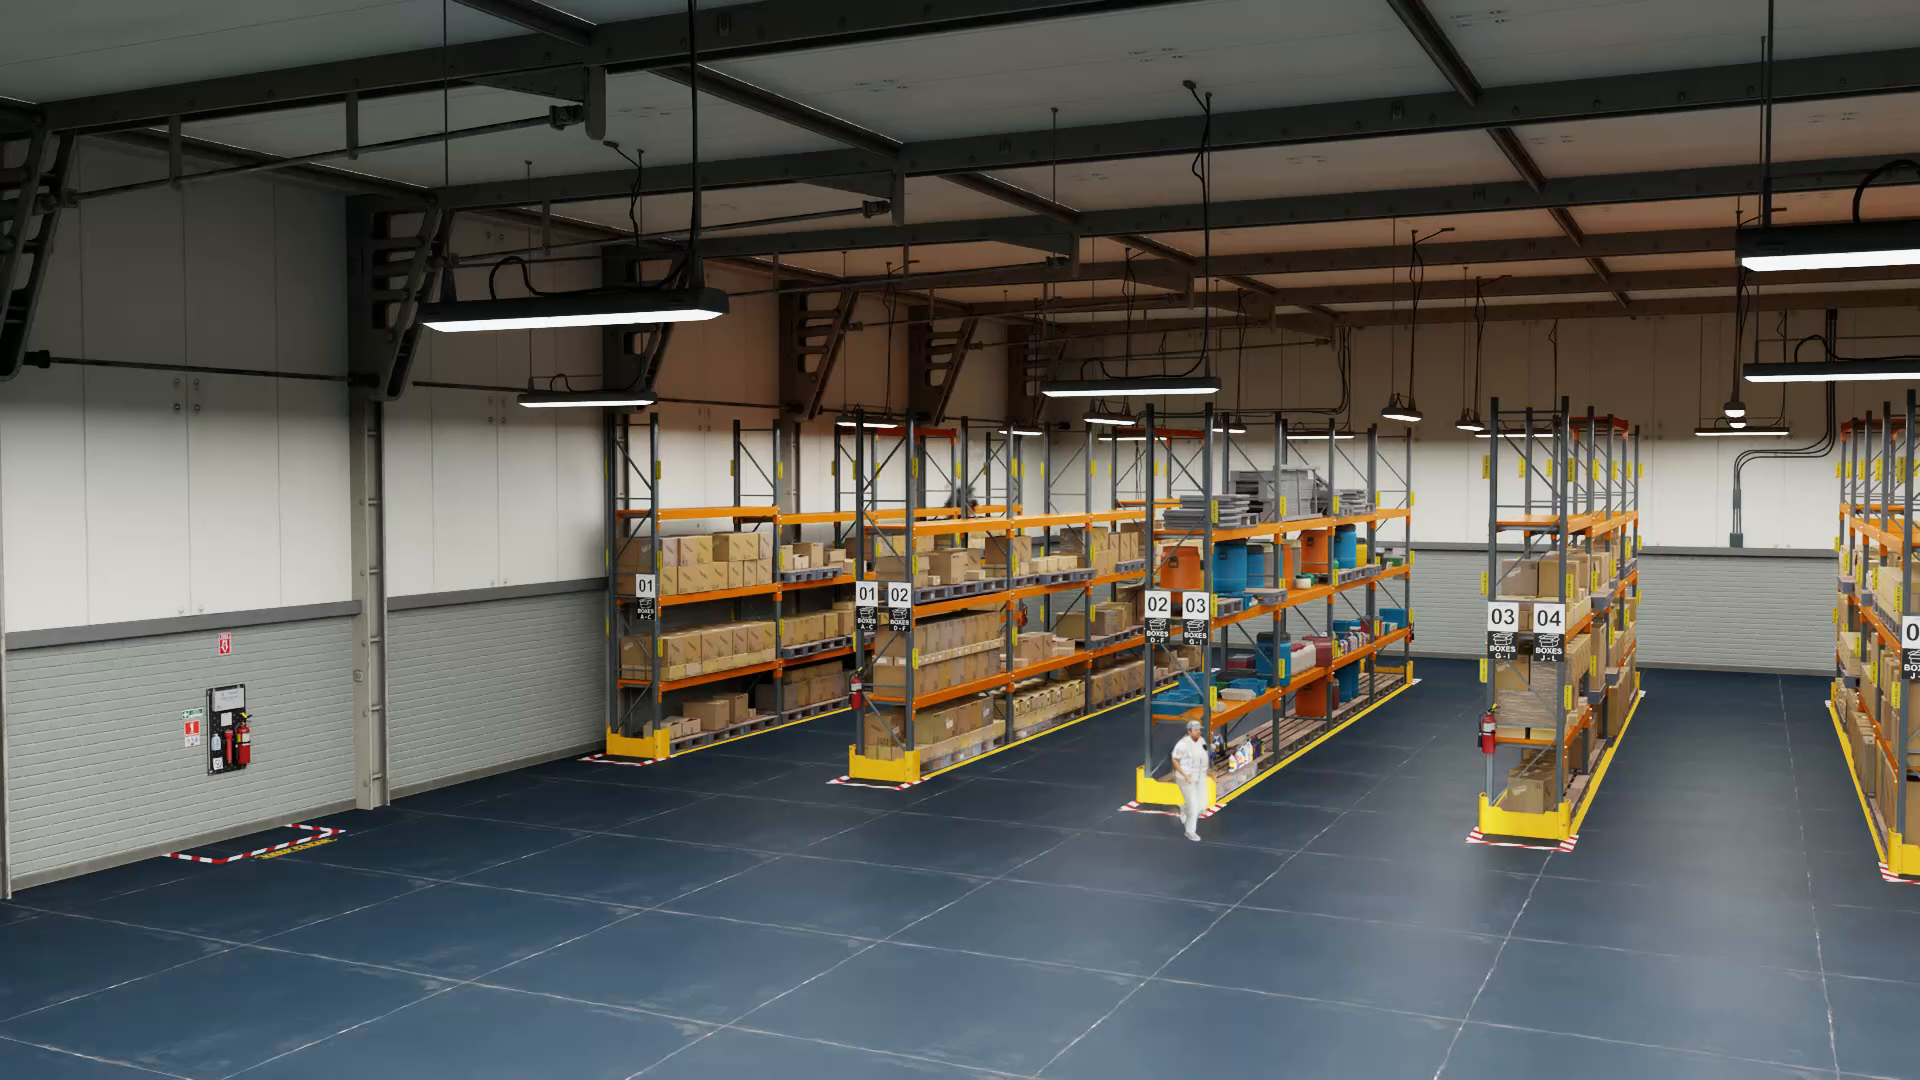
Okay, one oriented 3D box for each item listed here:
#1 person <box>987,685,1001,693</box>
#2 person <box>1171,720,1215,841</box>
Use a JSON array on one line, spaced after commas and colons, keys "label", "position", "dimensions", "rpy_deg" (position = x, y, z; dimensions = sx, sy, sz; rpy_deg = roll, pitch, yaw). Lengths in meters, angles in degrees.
[{"label": "person", "position": [0.689, 2.667, 35.046], "dimensions": [0.555, 1.587, 0.496], "rpy_deg": [2, 3, 32]}, {"label": "person", "position": [3.120, 3.252, 22.699], "dimensions": [0.590, 1.621, 0.596], "rpy_deg": [-1, 3, -30]}]
